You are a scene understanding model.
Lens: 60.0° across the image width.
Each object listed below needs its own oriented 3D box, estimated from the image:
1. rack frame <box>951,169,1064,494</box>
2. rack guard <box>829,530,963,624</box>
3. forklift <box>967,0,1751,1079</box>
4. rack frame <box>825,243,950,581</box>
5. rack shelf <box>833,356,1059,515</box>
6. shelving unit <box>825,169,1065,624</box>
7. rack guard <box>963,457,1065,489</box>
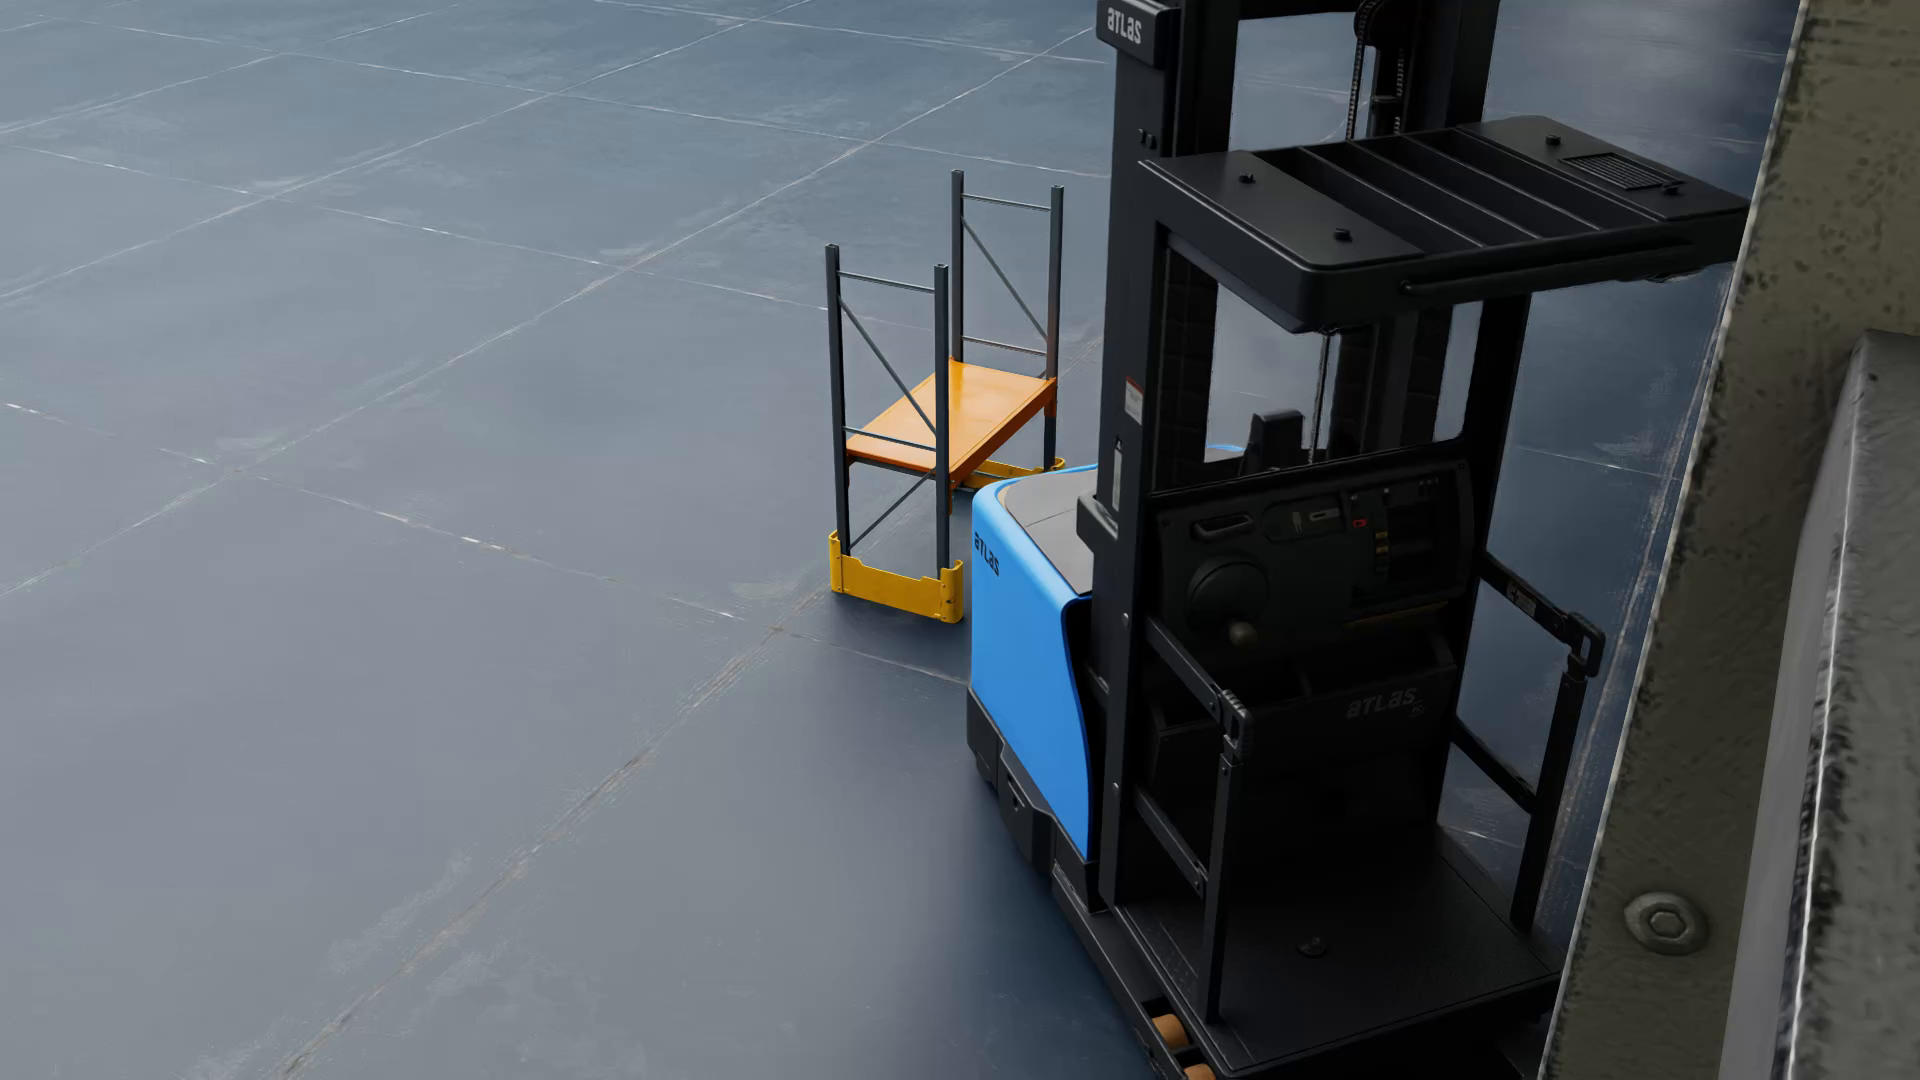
[{"bbox_3d":[0.193,-0.838,7.216,0.500,1.500,0.032,14,33,23],"label":"rack frame"},{"bbox_3d":[-0.262,0.146,6.757,0.587,0.250,0.087,14,33,23],"label":"rack guard"},{"bbox_3d":[1.015,0.080,4.180,1.130,2.935,3.031,-11,32,-18],"label":"forklift"},{"bbox_3d":[-0.270,-0.387,6.431,0.500,1.500,0.032,14,33,23],"label":"rack frame"},{"bbox_3d":[-0.039,-0.457,6.913,0.538,0.185,1.000,14,33,23],"label":"rack shelf"},{"bbox_3d":[-0.035,-0.617,6.831,0.587,1.500,1.083,14,33,23],"label":"shelving unit"},{"bbox_3d":[0.192,-0.295,7.526,0.587,0.250,0.087,14,33,23],"label":"rack guard"}]
